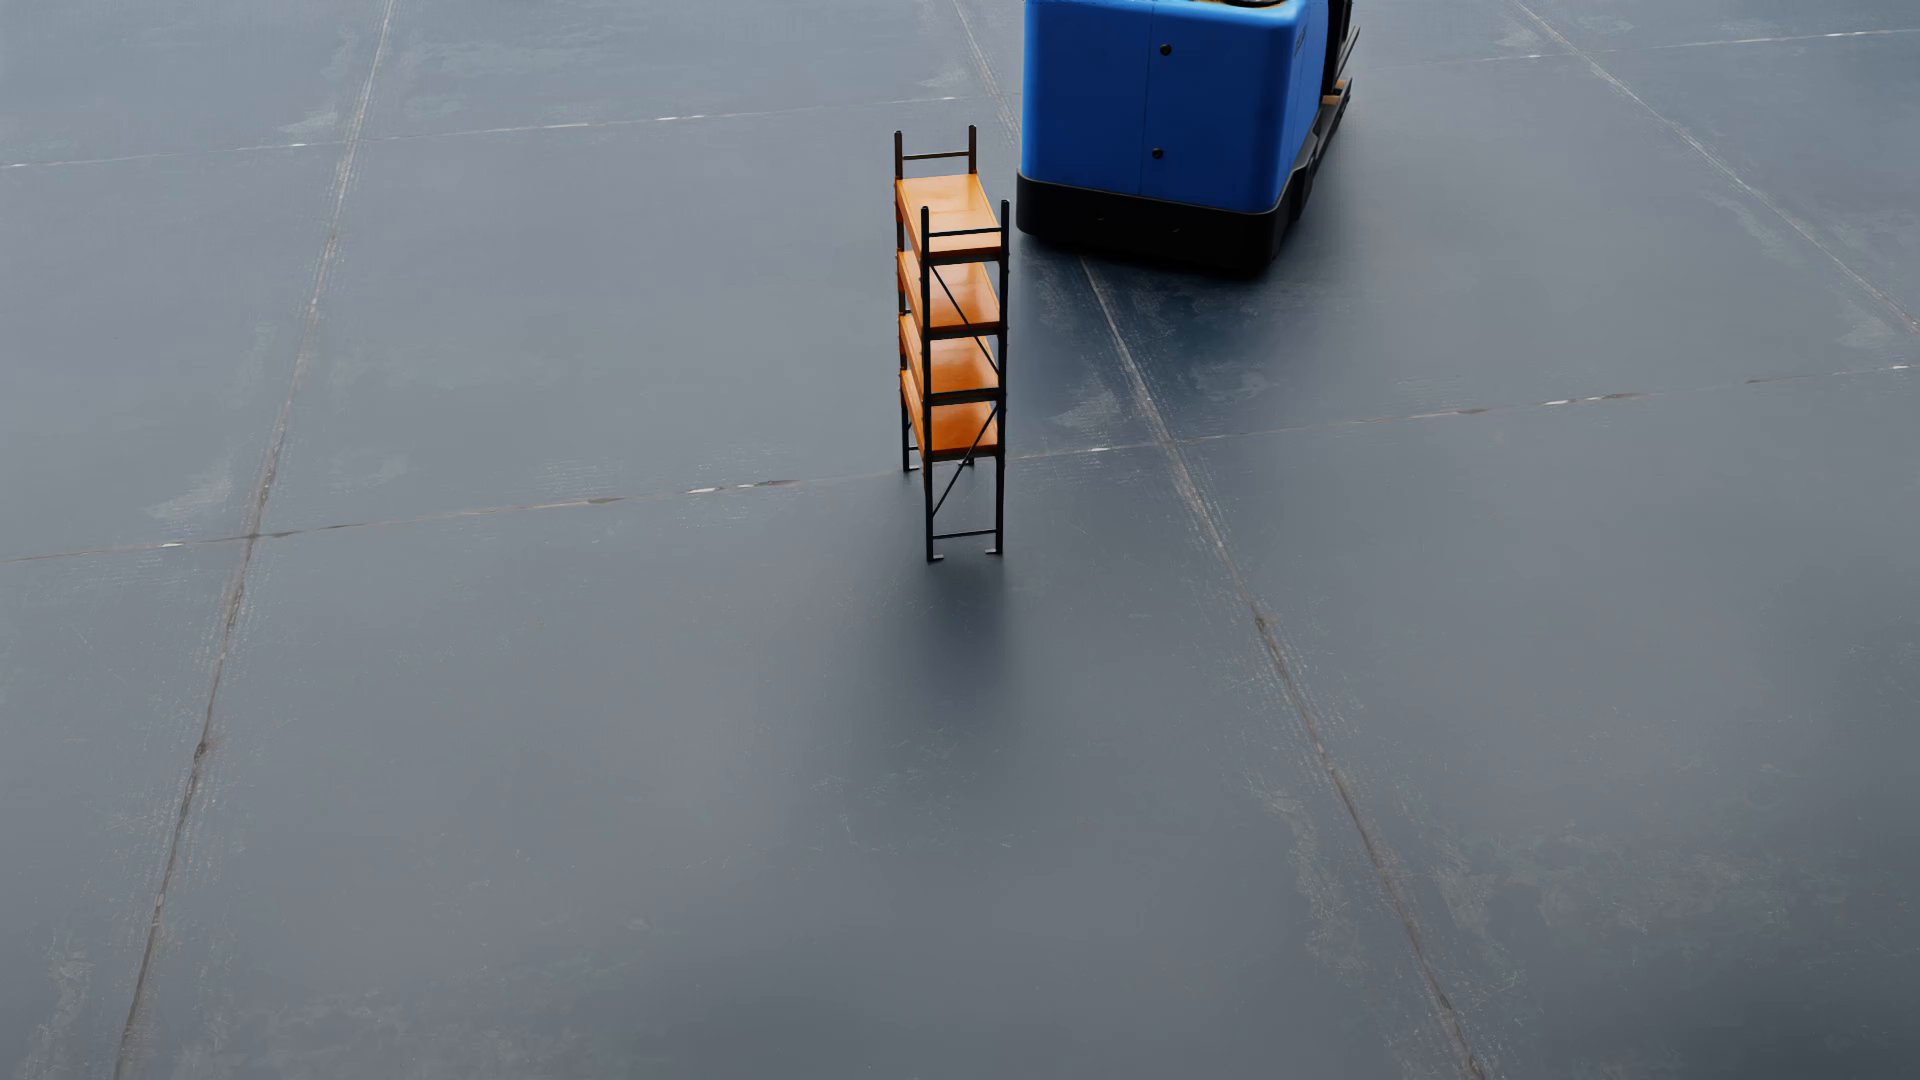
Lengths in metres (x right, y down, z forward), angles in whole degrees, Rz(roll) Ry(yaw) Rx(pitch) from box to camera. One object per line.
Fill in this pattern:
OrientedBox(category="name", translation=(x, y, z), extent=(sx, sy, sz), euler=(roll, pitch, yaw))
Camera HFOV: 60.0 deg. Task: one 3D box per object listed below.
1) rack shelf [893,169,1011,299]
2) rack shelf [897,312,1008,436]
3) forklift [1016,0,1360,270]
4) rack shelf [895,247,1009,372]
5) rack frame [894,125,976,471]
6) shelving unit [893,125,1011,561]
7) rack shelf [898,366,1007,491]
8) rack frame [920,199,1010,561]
OrientedBox(category="rack shelf", translation=(-0.029, -0.884, 4.770), extent=(0.258, 0.148, 0.480), euler=(-6, 38, -8))
OrientedBox(category="rack shelf", translation=(-0.029, -0.521, 5.052), extent=(0.258, 0.148, 0.480), euler=(-6, 38, -8))
OrientedBox(category="forklift", translation=(1.200, -3.118, 6.875), extent=(1.130, 2.935, 3.031), euler=(12, 39, 15))
OrientedBox(category="rack shelf", translation=(-0.029, -0.697, 4.915), extent=(0.258, 0.148, 0.480), euler=(-6, 38, -8))
OrientedBox(category="rack frame", translation=(-0.072, -0.721, 5.200), extent=(0.240, 1.200, 0.015), euler=(-6, 38, -8))
OrientedBox(category="shelving unit", translation=(-0.029, -0.574, 5.011), extent=(0.258, 1.200, 0.503), euler=(-6, 38, -8))
OrientedBox(category="rack shelf", translation=(-0.029, -0.364, 5.174), extent=(0.258, 0.148, 0.480), euler=(-6, 38, -8))
OrientedBox(category="rack frame", translation=(0.014, -0.426, 4.821), extent=(0.240, 1.200, 0.015), euler=(-6, 38, -8))
